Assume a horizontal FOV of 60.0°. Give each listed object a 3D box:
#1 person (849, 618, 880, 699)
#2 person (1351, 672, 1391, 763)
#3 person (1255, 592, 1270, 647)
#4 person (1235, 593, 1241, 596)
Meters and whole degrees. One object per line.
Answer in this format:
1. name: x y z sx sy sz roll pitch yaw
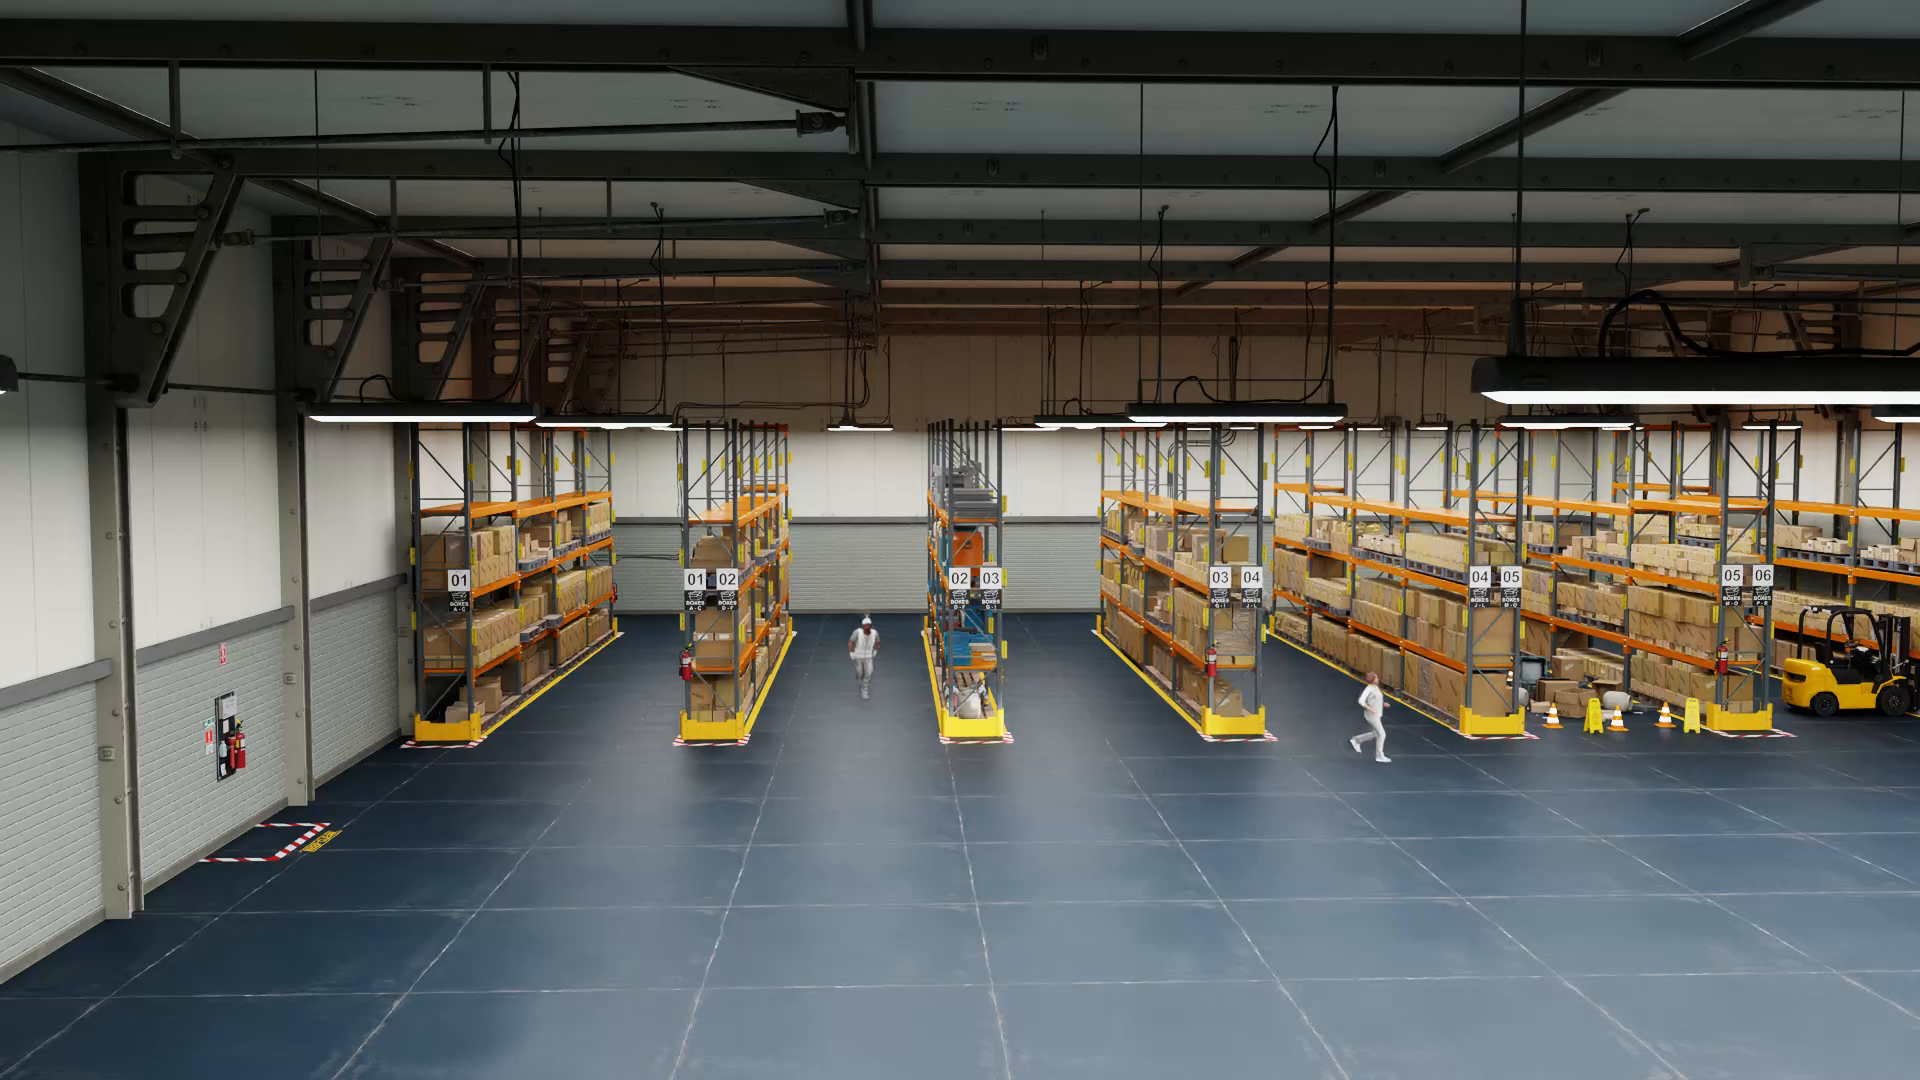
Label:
1. person: -2.081 2.555 36.220 0.699 1.744 0.788 -1 4 -12
2. person: 7.175 3.079 29.040 0.755 1.563 0.547 2 4 32
3. person: 7.965 1.992 44.361 0.671 1.762 0.664 0 4 0
4. person: 7.784 1.974 45.931 0.746 1.705 1.063 0 4 2
